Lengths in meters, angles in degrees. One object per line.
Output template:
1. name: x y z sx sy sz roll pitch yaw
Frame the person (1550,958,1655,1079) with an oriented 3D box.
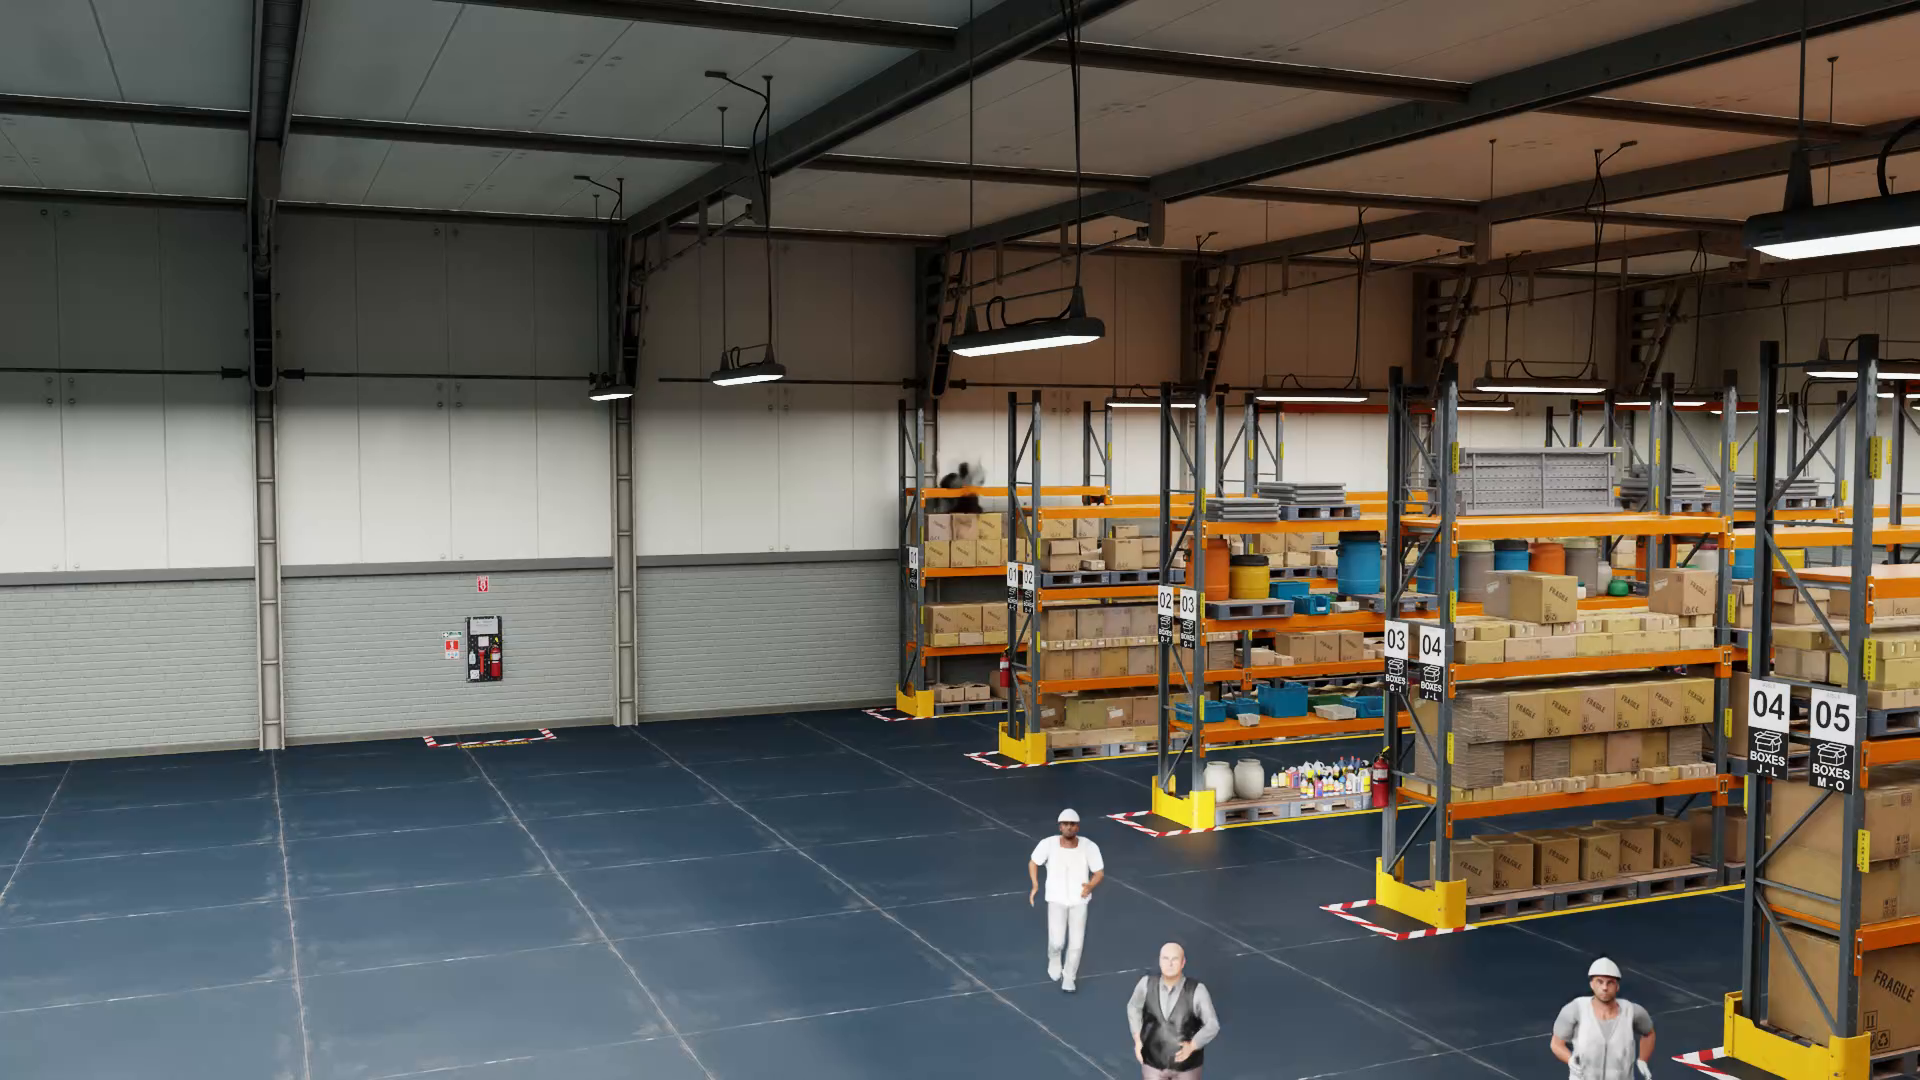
1. person: 4.198 3.614 10.857 0.654 1.776 0.968 1 4 18

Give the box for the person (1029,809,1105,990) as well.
1. person: 1.005 3.381 15.572 0.705 1.719 0.580 0 3 1

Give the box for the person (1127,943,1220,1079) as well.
1. person: 1.463 3.634 11.516 0.669 1.716 0.767 1 3 16
